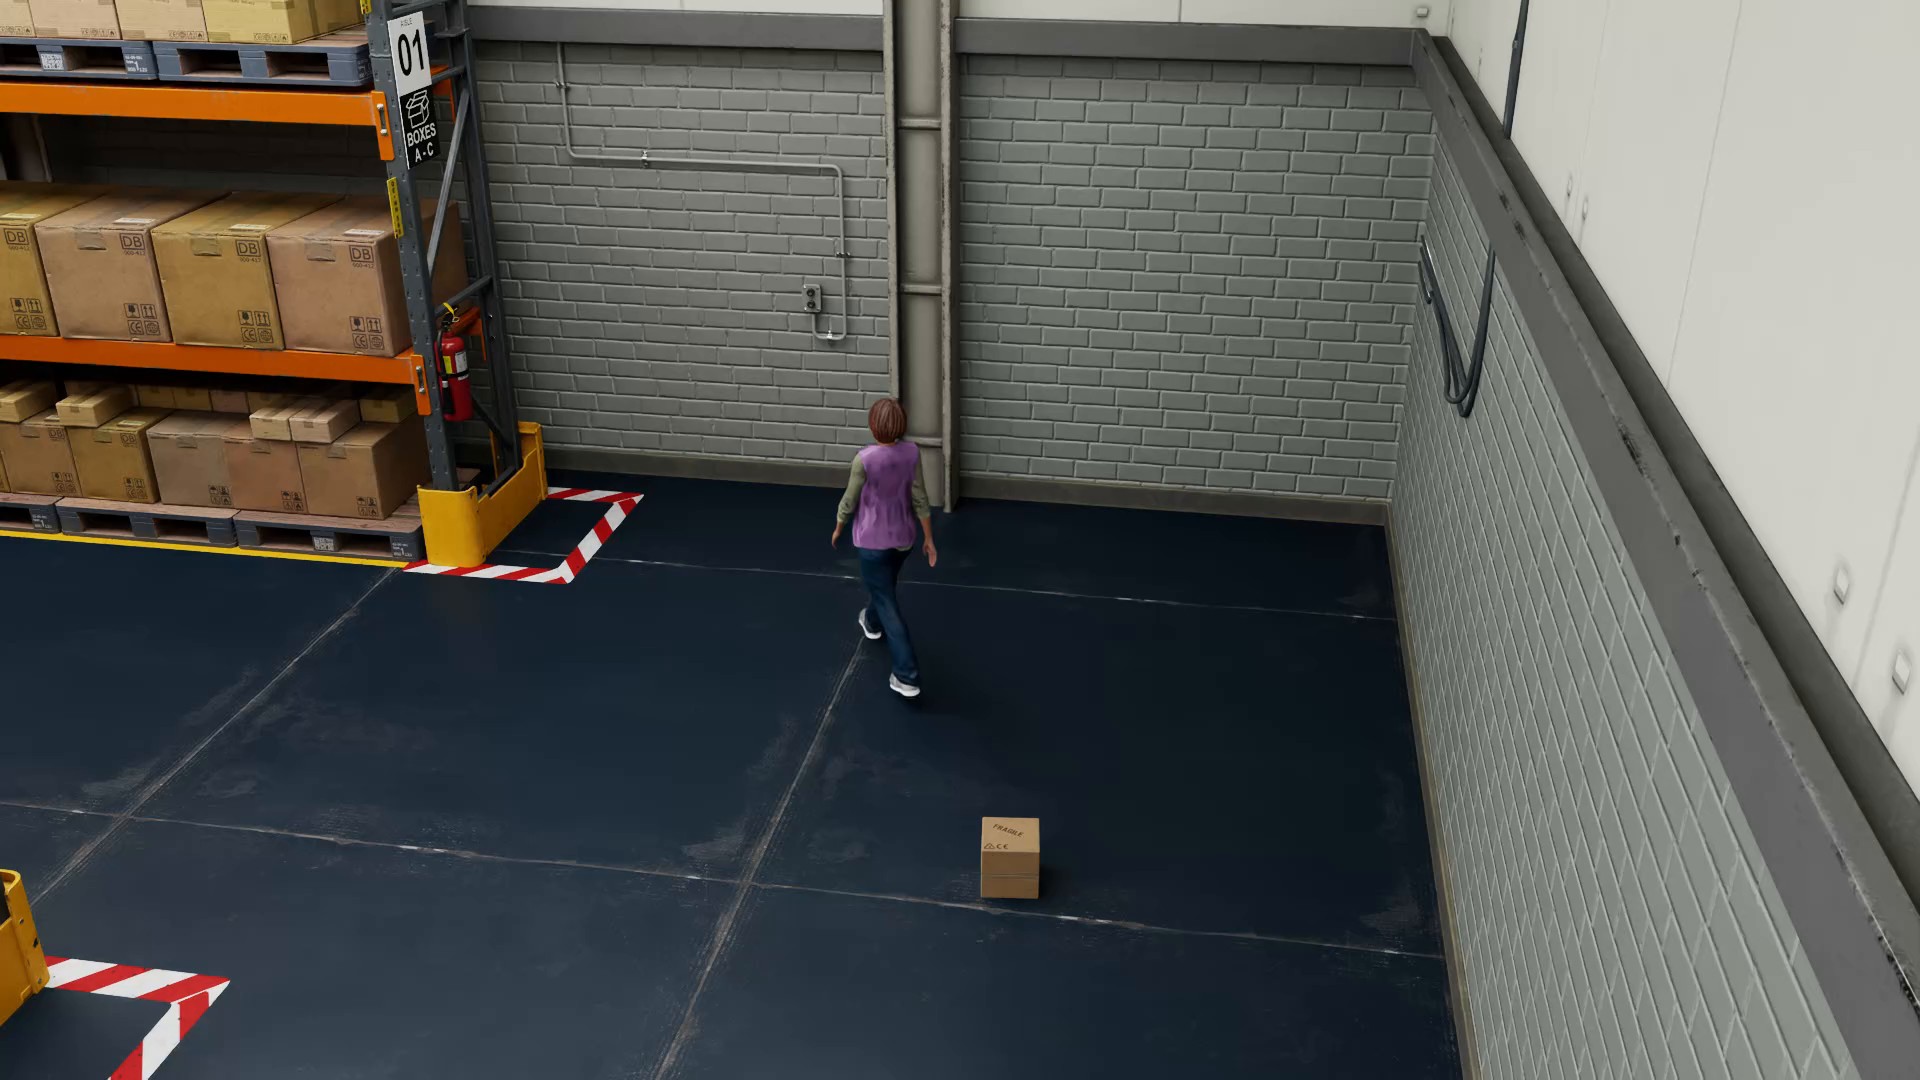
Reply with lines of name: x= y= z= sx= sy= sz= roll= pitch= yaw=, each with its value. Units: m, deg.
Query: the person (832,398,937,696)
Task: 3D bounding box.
person: x=-0.415 y=-0.036 z=8.669 sx=0.449 sy=1.527 sz=0.984 roll=-15 pitch=29 yaw=-28
